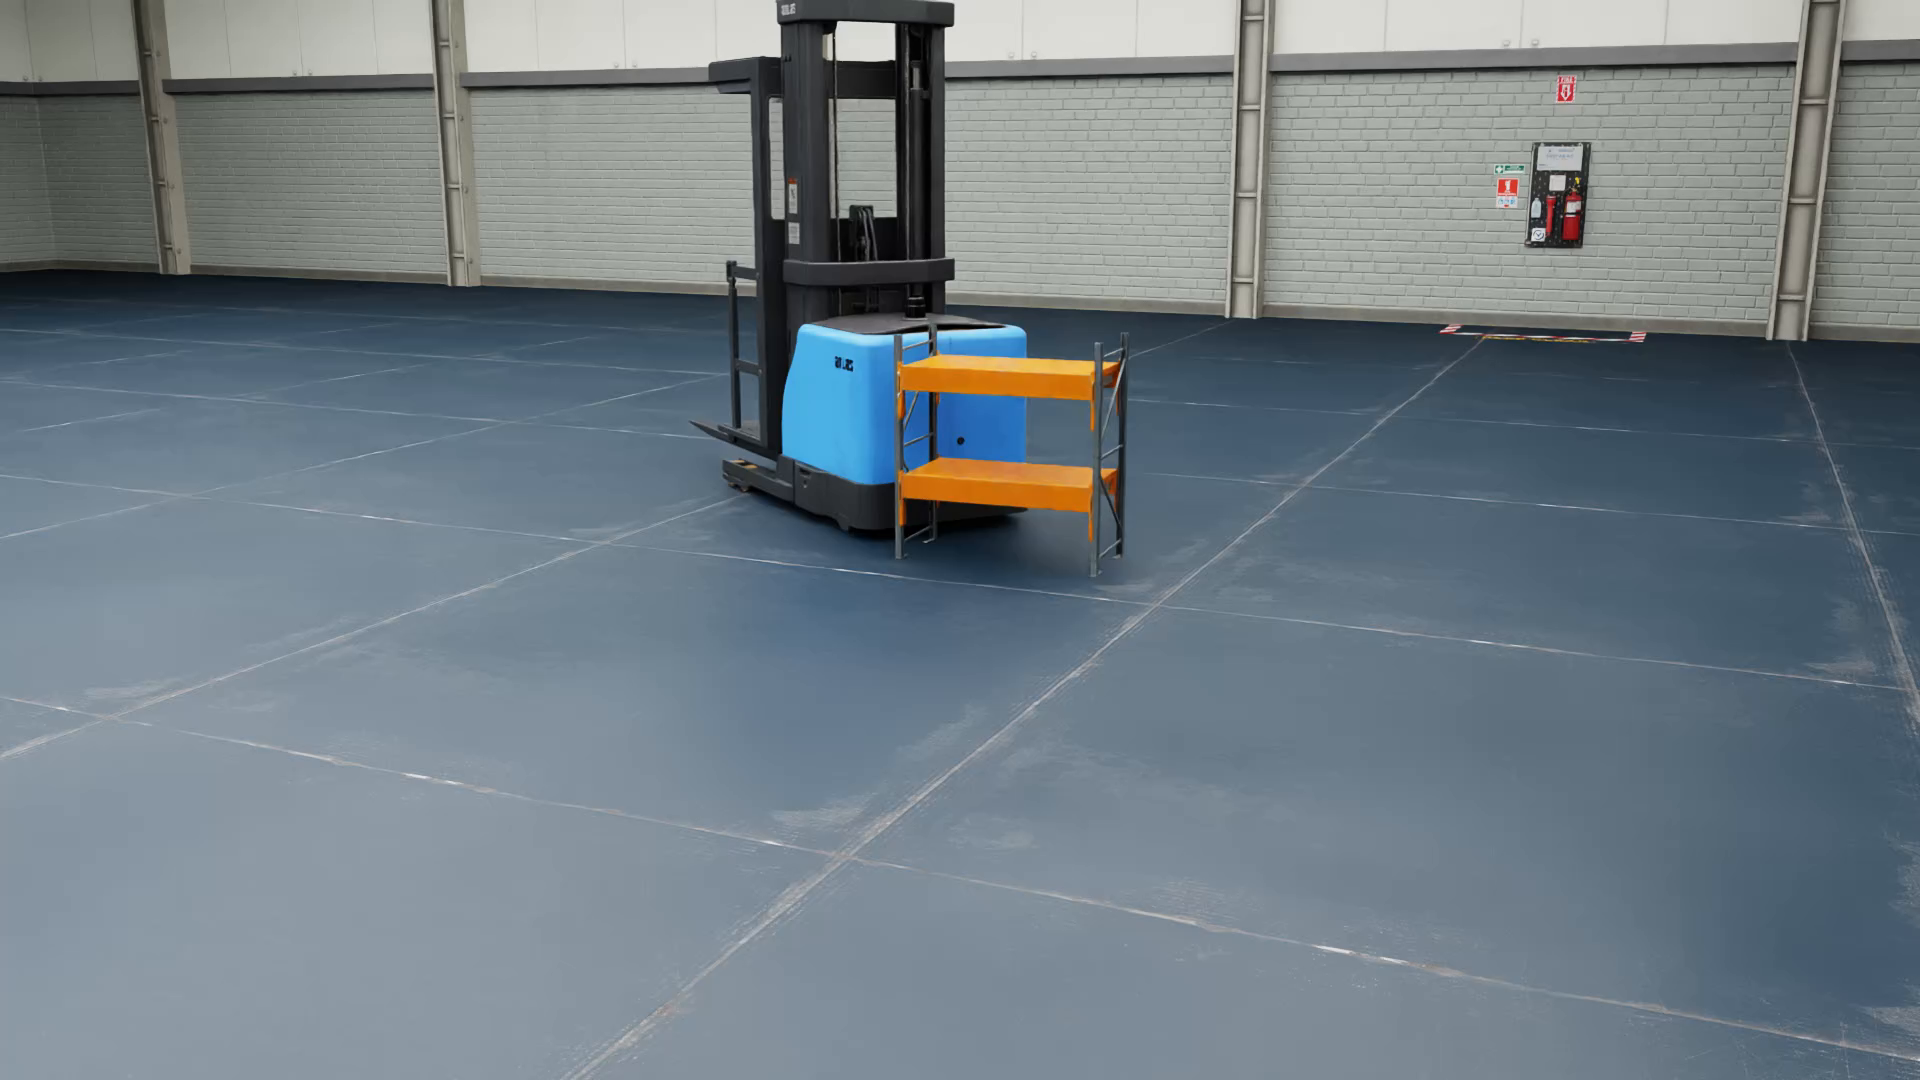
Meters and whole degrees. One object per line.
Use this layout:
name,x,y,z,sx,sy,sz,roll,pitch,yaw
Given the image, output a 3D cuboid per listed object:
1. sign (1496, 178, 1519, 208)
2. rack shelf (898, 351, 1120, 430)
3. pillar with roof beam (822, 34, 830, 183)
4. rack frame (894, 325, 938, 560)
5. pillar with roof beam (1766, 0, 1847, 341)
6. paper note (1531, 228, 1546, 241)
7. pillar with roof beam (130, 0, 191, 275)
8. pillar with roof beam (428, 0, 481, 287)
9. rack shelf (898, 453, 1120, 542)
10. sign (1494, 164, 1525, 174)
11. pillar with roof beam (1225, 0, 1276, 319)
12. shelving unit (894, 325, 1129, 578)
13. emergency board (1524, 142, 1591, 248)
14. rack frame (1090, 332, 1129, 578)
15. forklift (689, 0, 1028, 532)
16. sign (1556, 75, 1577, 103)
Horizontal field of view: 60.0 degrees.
sign,6.263,-3.969,19.025,0.234,0.329,0.001,6,14,23
rack shelf,0.254,-0.746,8.189,1.000,0.278,0.538,5,14,20
pillar with roof beam,-3.745,-6.774,17.925,0.400,9.000,9.100,6,14,23
rack frame,-0.221,-0.502,8.432,0.032,1.125,0.500,5,14,20
pillar with roof beam,7.227,-5.664,13.193,0.400,9.000,9.100,6,14,23
paper note,6.593,-3.481,18.951,0.142,0.148,0.016,6,14,23
pillar with roof beam,-14.716,-7.884,22.657,0.400,9.000,9.100,6,14,23
pillar with roof beam,-9.230,-7.329,20.291,0.400,9.000,9.100,6,14,23
rack shelf,0.254,-0.223,8.312,1.000,0.278,0.538,5,14,20
sign,6.264,-4.225,18.955,0.331,0.109,0.001,6,14,23
pillar with roof beam,1.741,-6.219,15.559,0.400,9.000,9.100,6,14,23
shelving unit,0.254,-0.461,8.256,1.048,1.125,0.538,5,14,20
emergency board,6.727,-3.879,18.719,0.643,1.169,0.194,6,14,23
rack frame,0.729,-0.419,8.080,0.032,1.125,0.500,5,14,20
forklift,-0.791,-1.759,9.836,1.130,2.935,3.031,-7,15,-29
sign,6.760,-5.029,18.546,0.199,0.298,0.001,6,14,23
